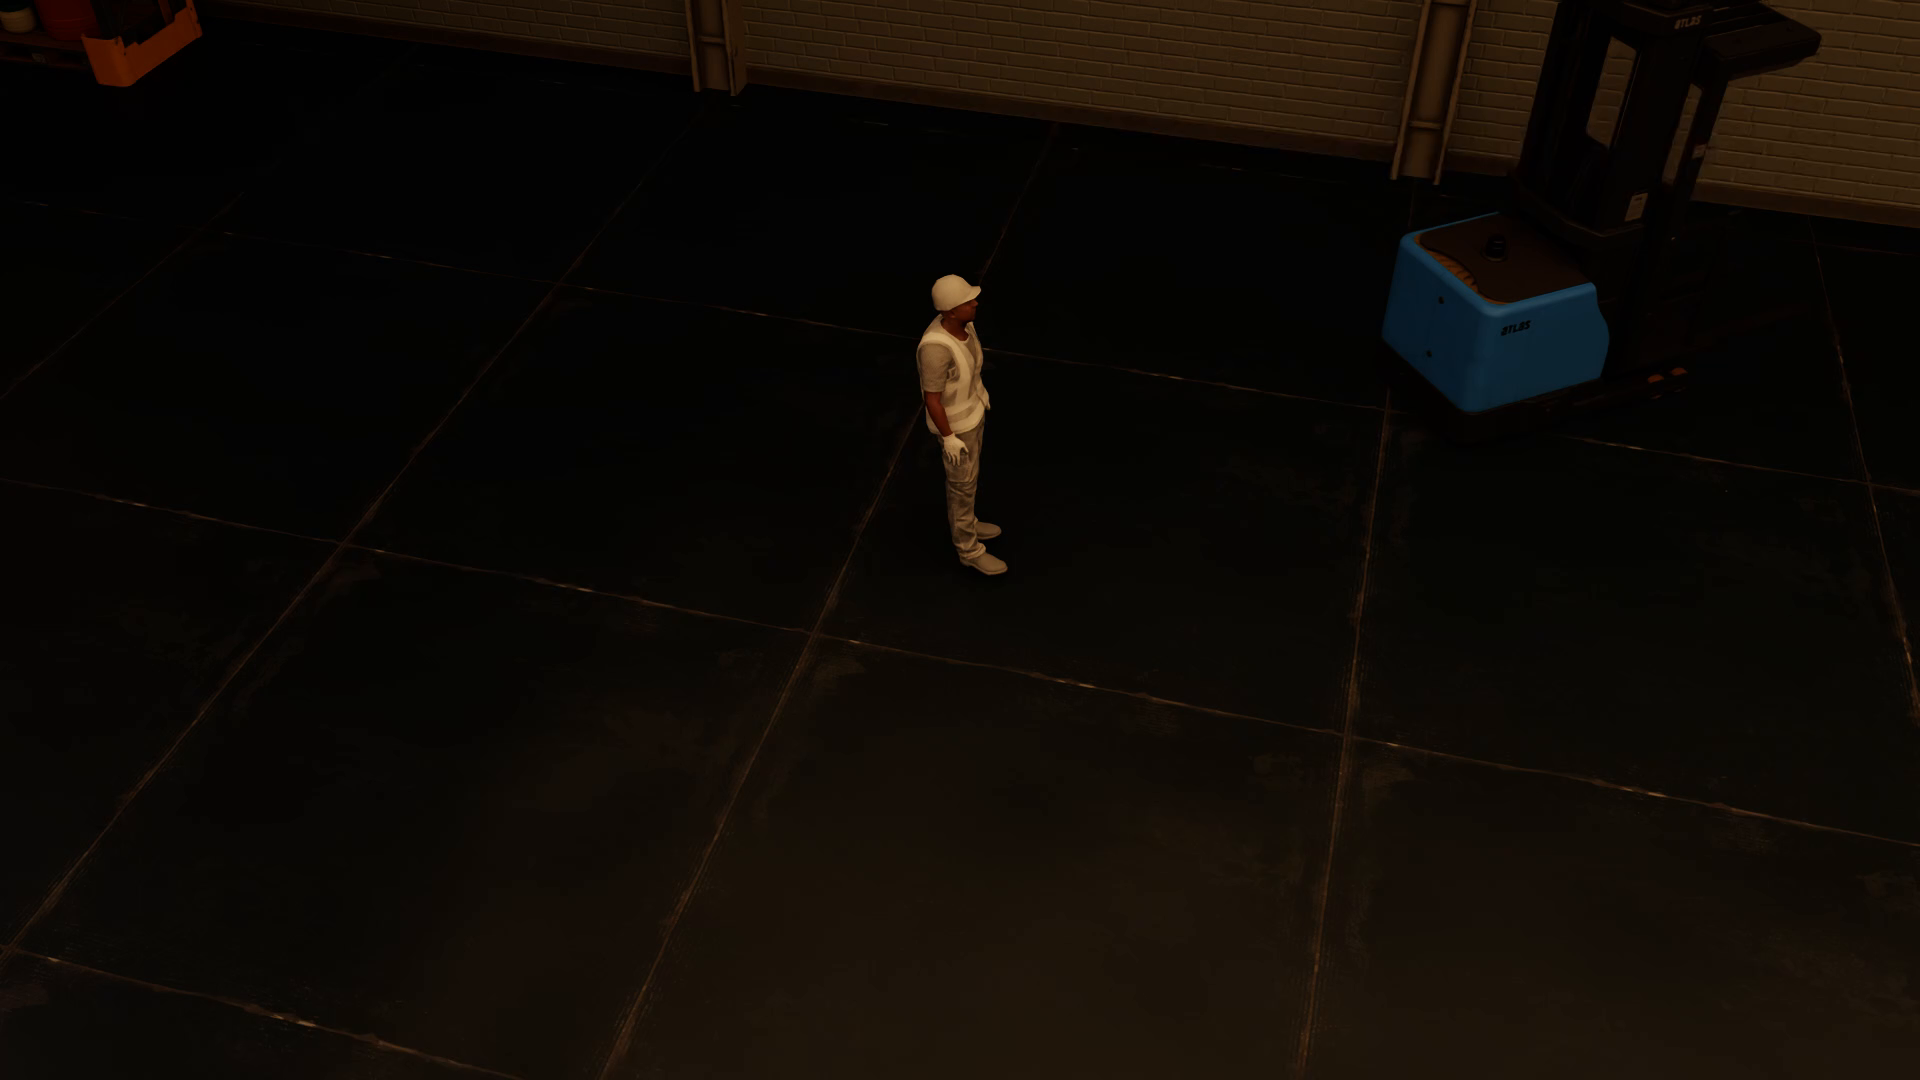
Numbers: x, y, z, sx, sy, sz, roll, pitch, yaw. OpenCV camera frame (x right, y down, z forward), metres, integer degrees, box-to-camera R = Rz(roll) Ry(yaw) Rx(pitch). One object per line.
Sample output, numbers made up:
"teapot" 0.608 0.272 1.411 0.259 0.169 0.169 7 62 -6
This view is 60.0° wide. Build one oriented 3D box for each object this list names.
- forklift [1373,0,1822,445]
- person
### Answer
"forklift" 4.380 -2.353 10.546 3.031 2.935 1.130 -16 44 -17
"person" 0.067 -0.688 9.446 0.577 1.780 0.656 10 42 11
